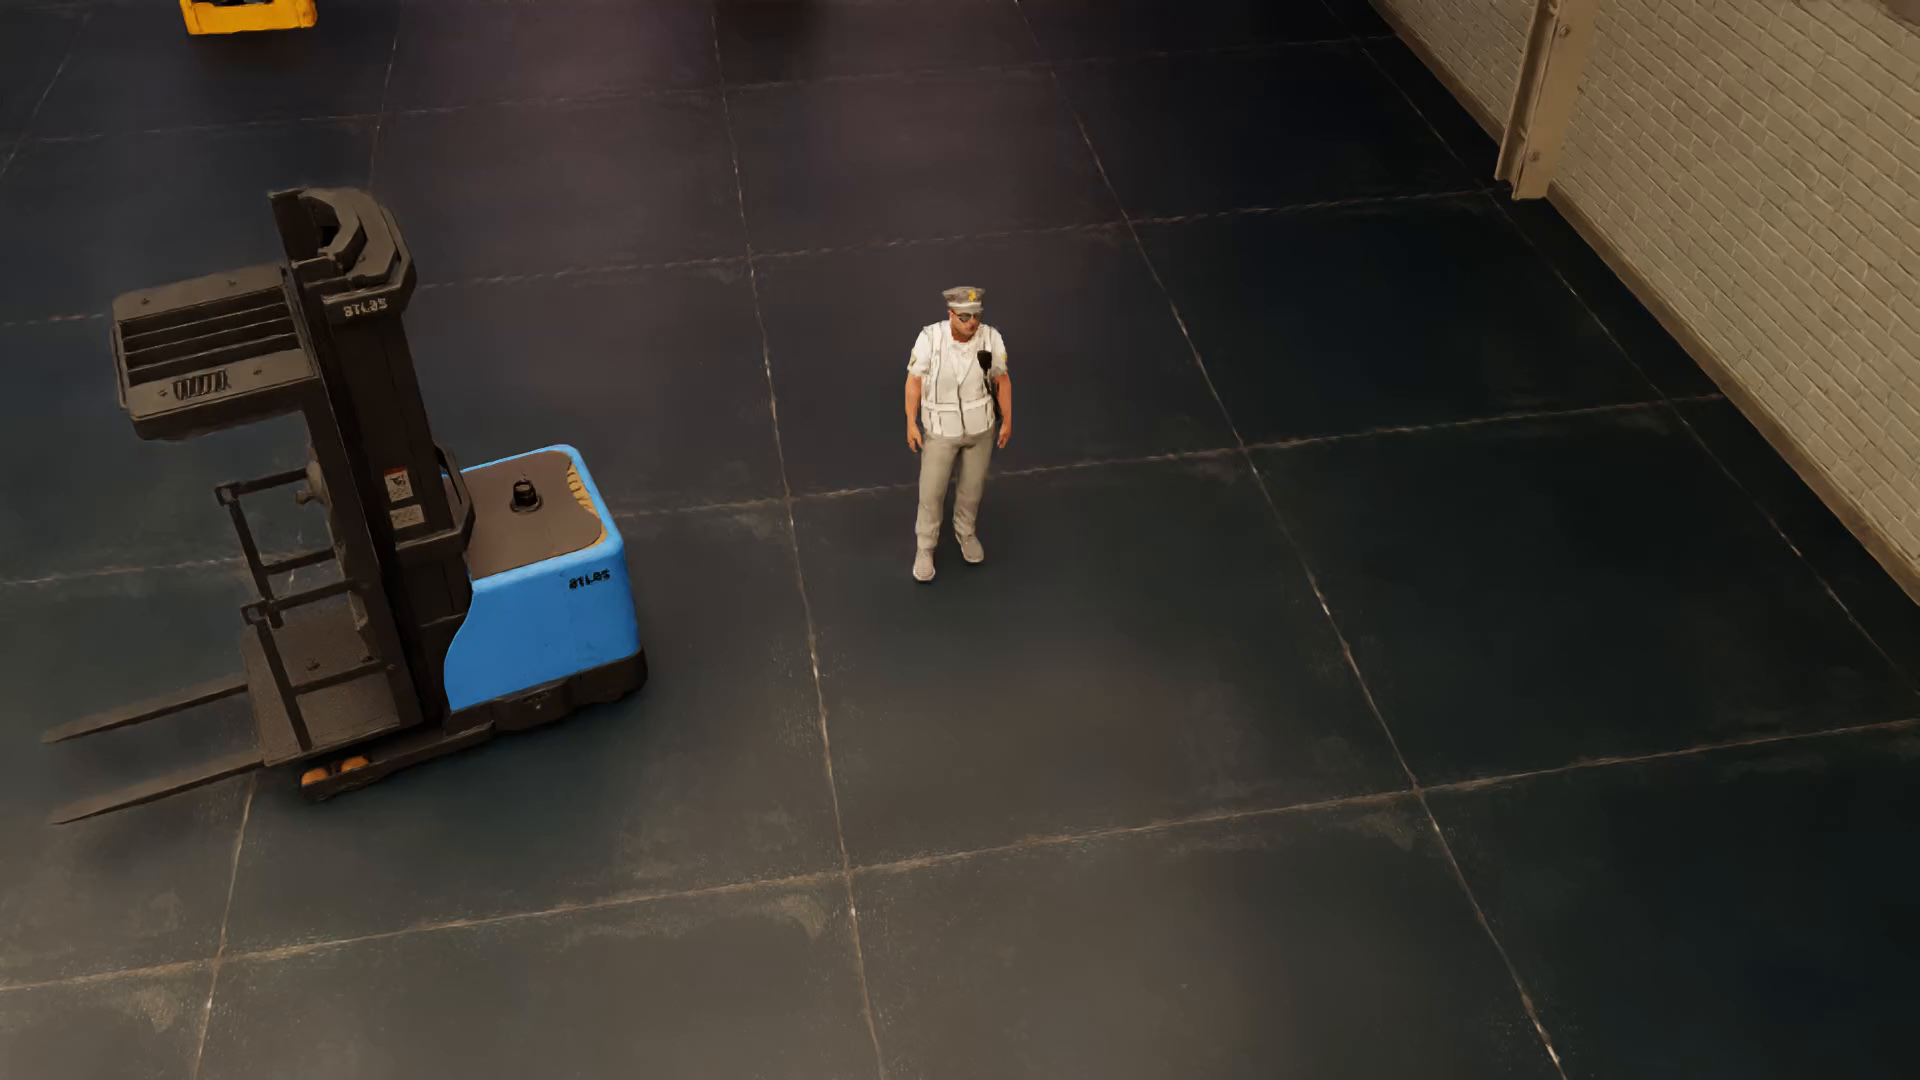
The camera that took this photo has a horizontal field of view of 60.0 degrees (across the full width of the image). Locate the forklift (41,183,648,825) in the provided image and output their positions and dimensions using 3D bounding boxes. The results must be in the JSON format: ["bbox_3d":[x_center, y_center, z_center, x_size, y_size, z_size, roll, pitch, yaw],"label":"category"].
[{"bbox_3d":[-3.286,-0.158,8.143,3.031,2.935,1.130,-17,43,-19],"label":"forklift"}]

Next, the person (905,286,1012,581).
[{"bbox_3d":[0.002,-0.634,9.578,0.640,1.781,0.574,-7,41,-8],"label":"person"}]
